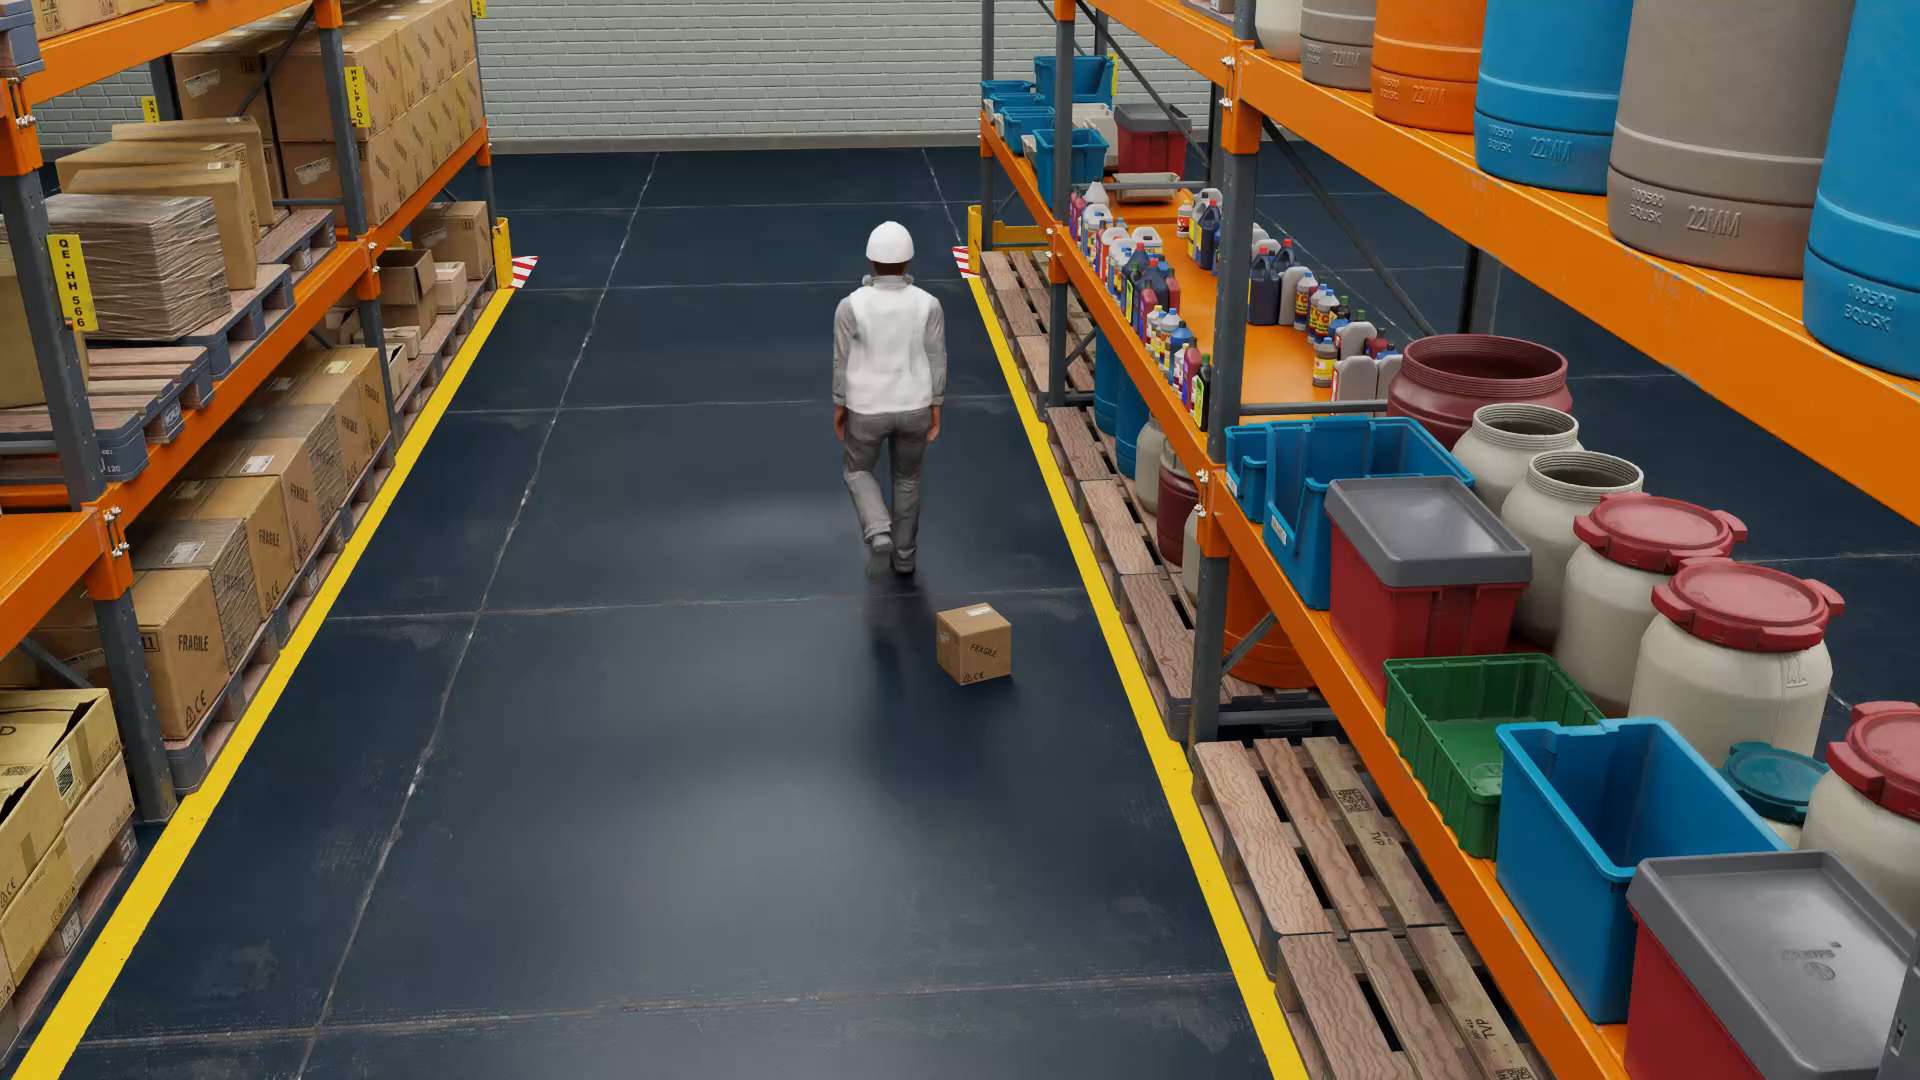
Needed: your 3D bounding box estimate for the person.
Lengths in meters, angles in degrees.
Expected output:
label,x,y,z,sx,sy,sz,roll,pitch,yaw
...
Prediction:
label,x,y,z,sx,sy,sz,roll,pitch,yaw
person,-0.335,-0.646,7.981,0.546,1.762,0.553,-5,24,-10
